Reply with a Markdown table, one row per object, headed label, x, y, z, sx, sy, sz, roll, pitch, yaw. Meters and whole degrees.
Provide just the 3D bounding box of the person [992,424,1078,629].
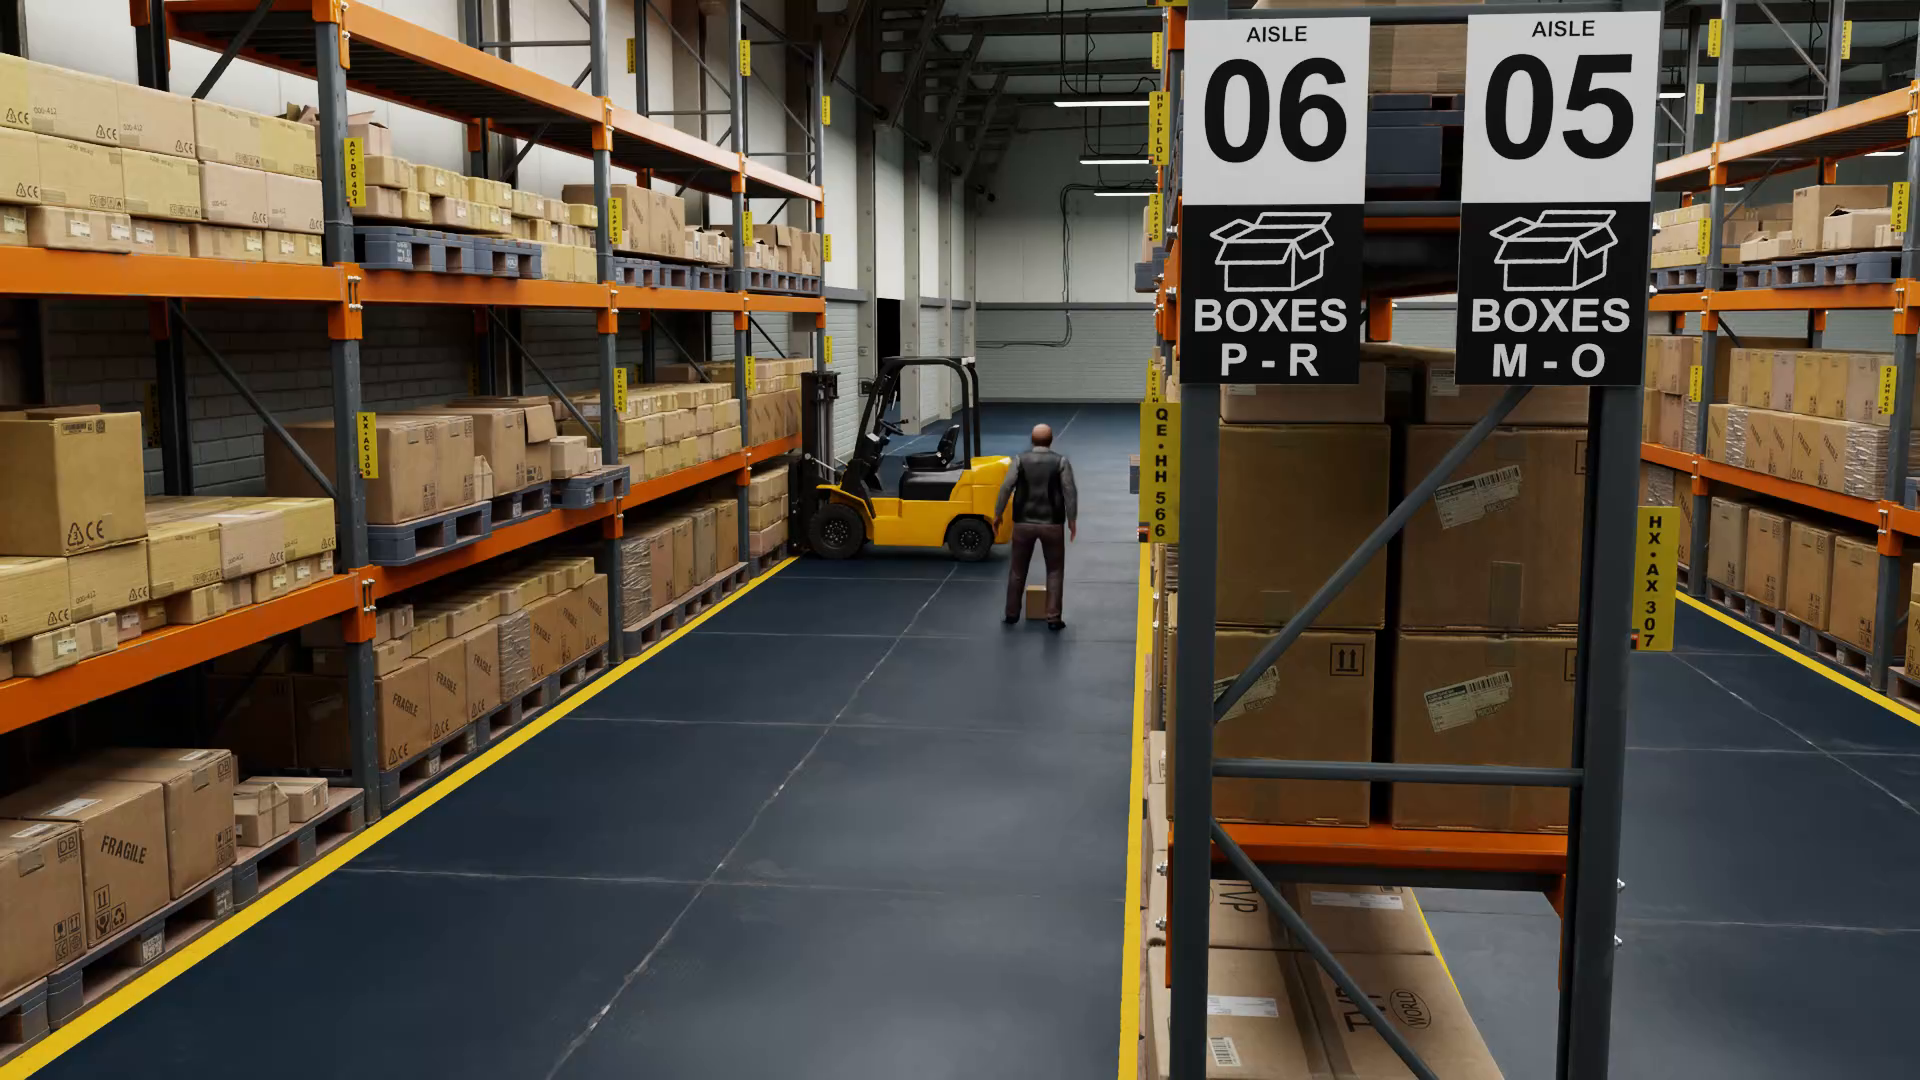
| label | x | y | z | sx | sy | sz | roll | pitch | yaw |
| --- | --- | --- | --- | --- | --- | --- | --- | --- | --- |
| person | 0.634 | -0.123 | 13.946 | 0.711 | 1.708 | 0.586 | 1 | 8 | 6 |
